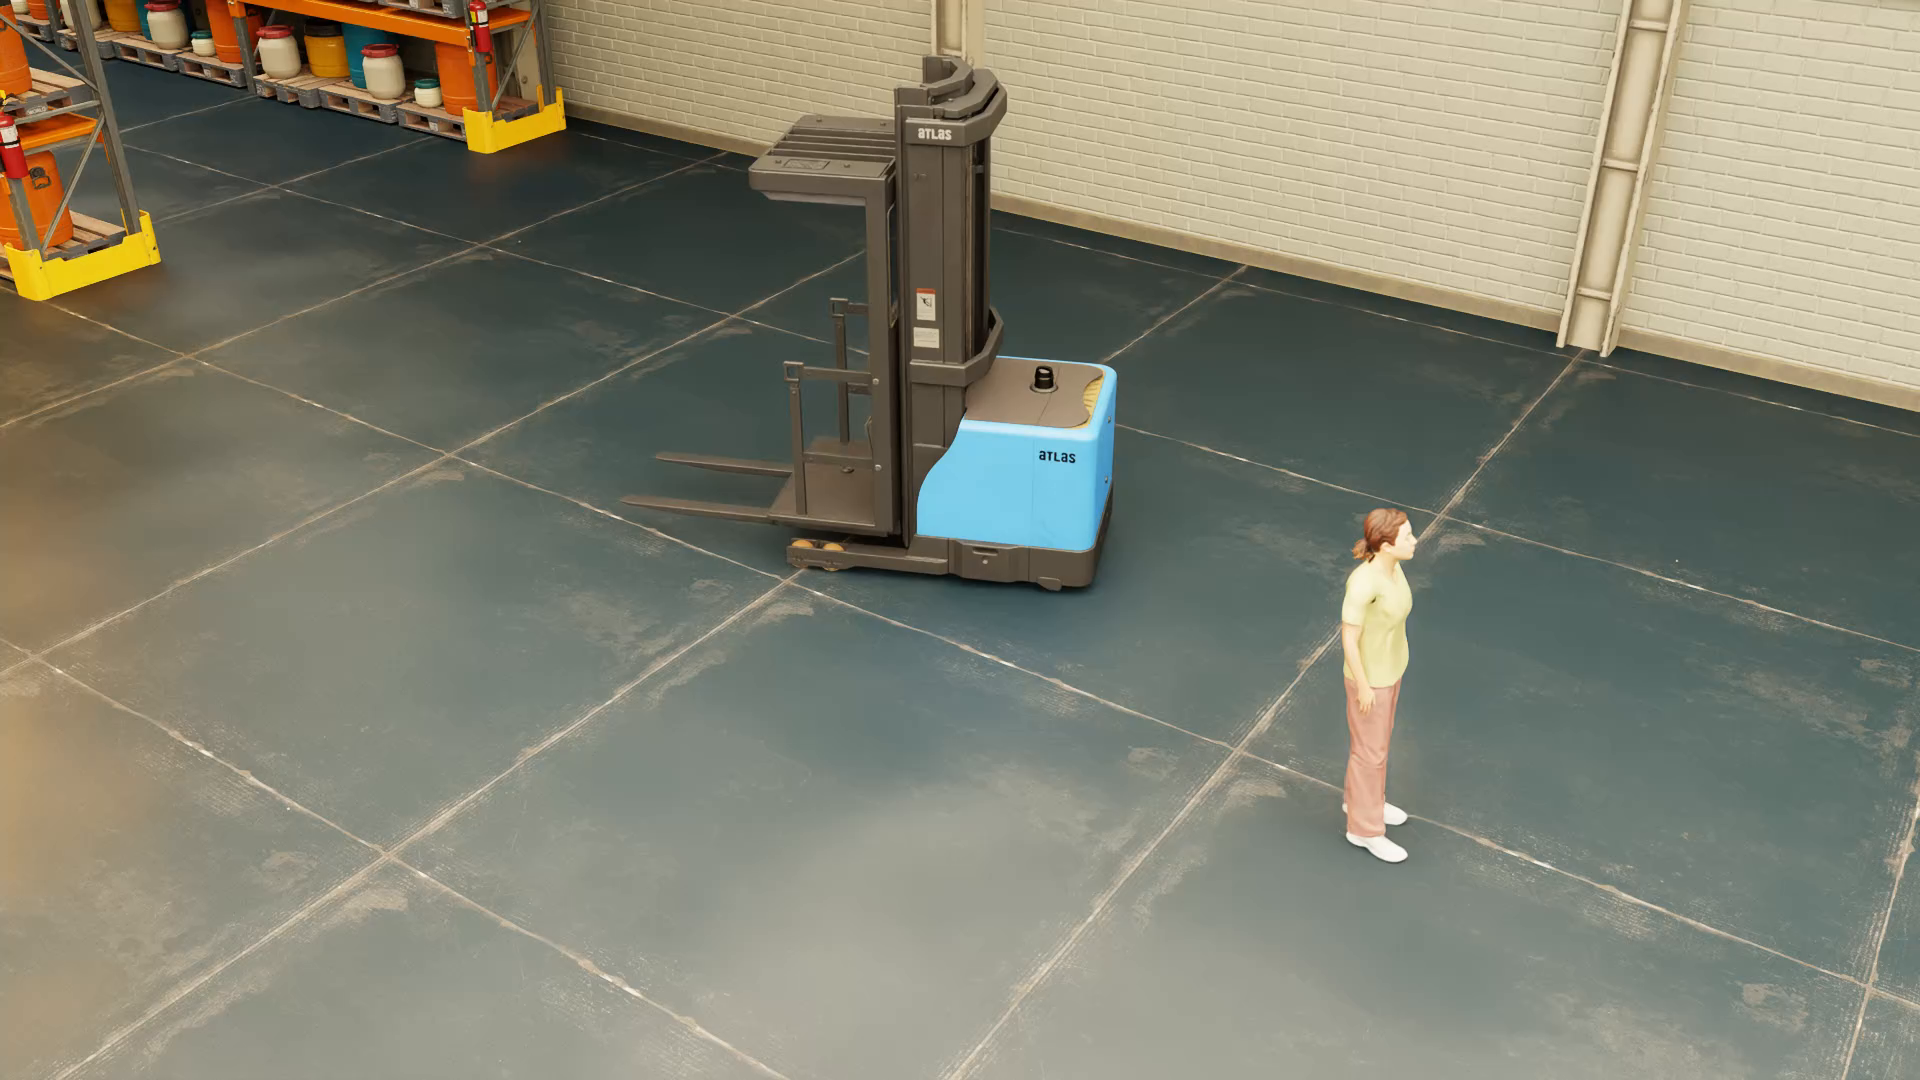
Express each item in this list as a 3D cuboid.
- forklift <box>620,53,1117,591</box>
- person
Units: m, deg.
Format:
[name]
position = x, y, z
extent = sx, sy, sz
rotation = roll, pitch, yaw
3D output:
[forklift]
position = -0.596, -1.330, 9.871
extent = 3.031, 2.935, 1.130
rotation = 6, 31, 10
[person]
position = 1.994, 0.636, 7.730
extent = 0.536, 1.679, 0.541
rotation = 17, 34, 26
